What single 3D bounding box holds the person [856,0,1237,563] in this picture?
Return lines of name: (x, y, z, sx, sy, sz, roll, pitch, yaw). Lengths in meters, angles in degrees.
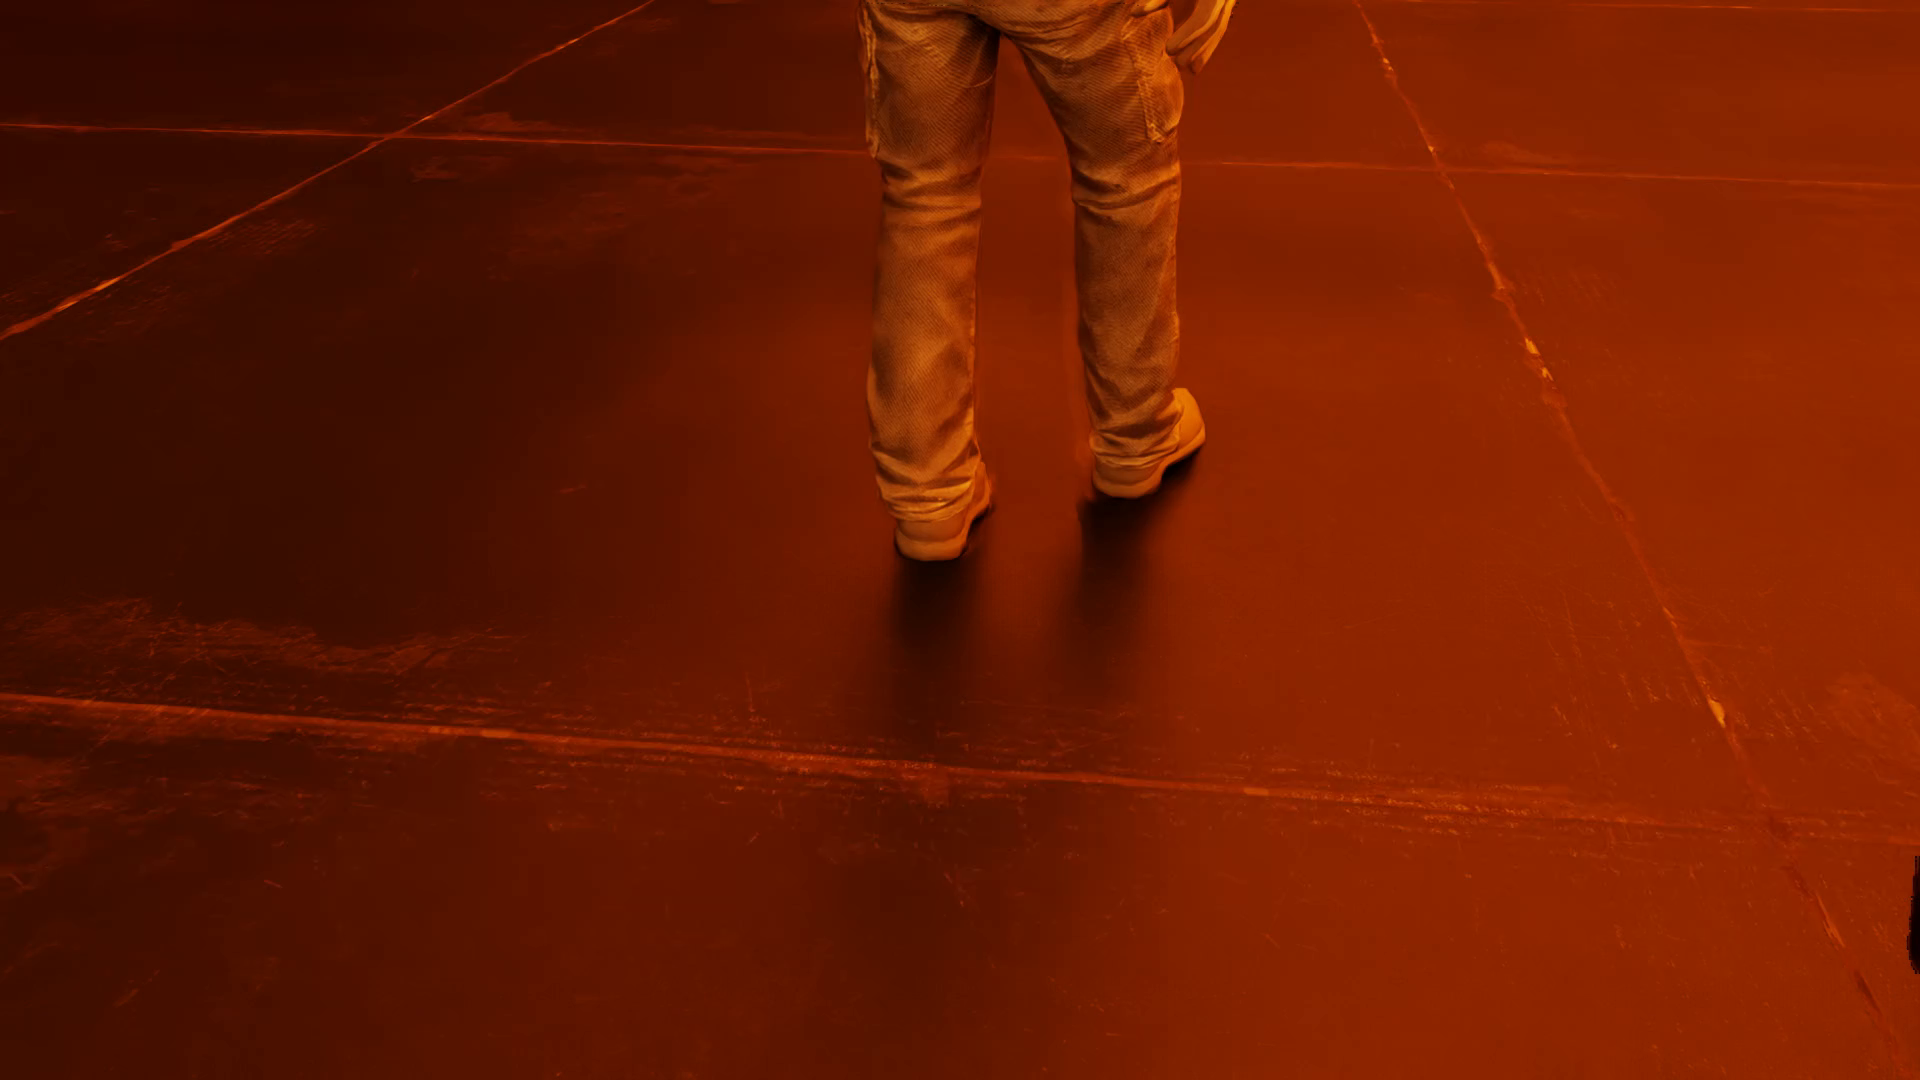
person: (0.086, -0.875, 2.289, 0.718, 1.770, 0.623, 11, 28, 20)
